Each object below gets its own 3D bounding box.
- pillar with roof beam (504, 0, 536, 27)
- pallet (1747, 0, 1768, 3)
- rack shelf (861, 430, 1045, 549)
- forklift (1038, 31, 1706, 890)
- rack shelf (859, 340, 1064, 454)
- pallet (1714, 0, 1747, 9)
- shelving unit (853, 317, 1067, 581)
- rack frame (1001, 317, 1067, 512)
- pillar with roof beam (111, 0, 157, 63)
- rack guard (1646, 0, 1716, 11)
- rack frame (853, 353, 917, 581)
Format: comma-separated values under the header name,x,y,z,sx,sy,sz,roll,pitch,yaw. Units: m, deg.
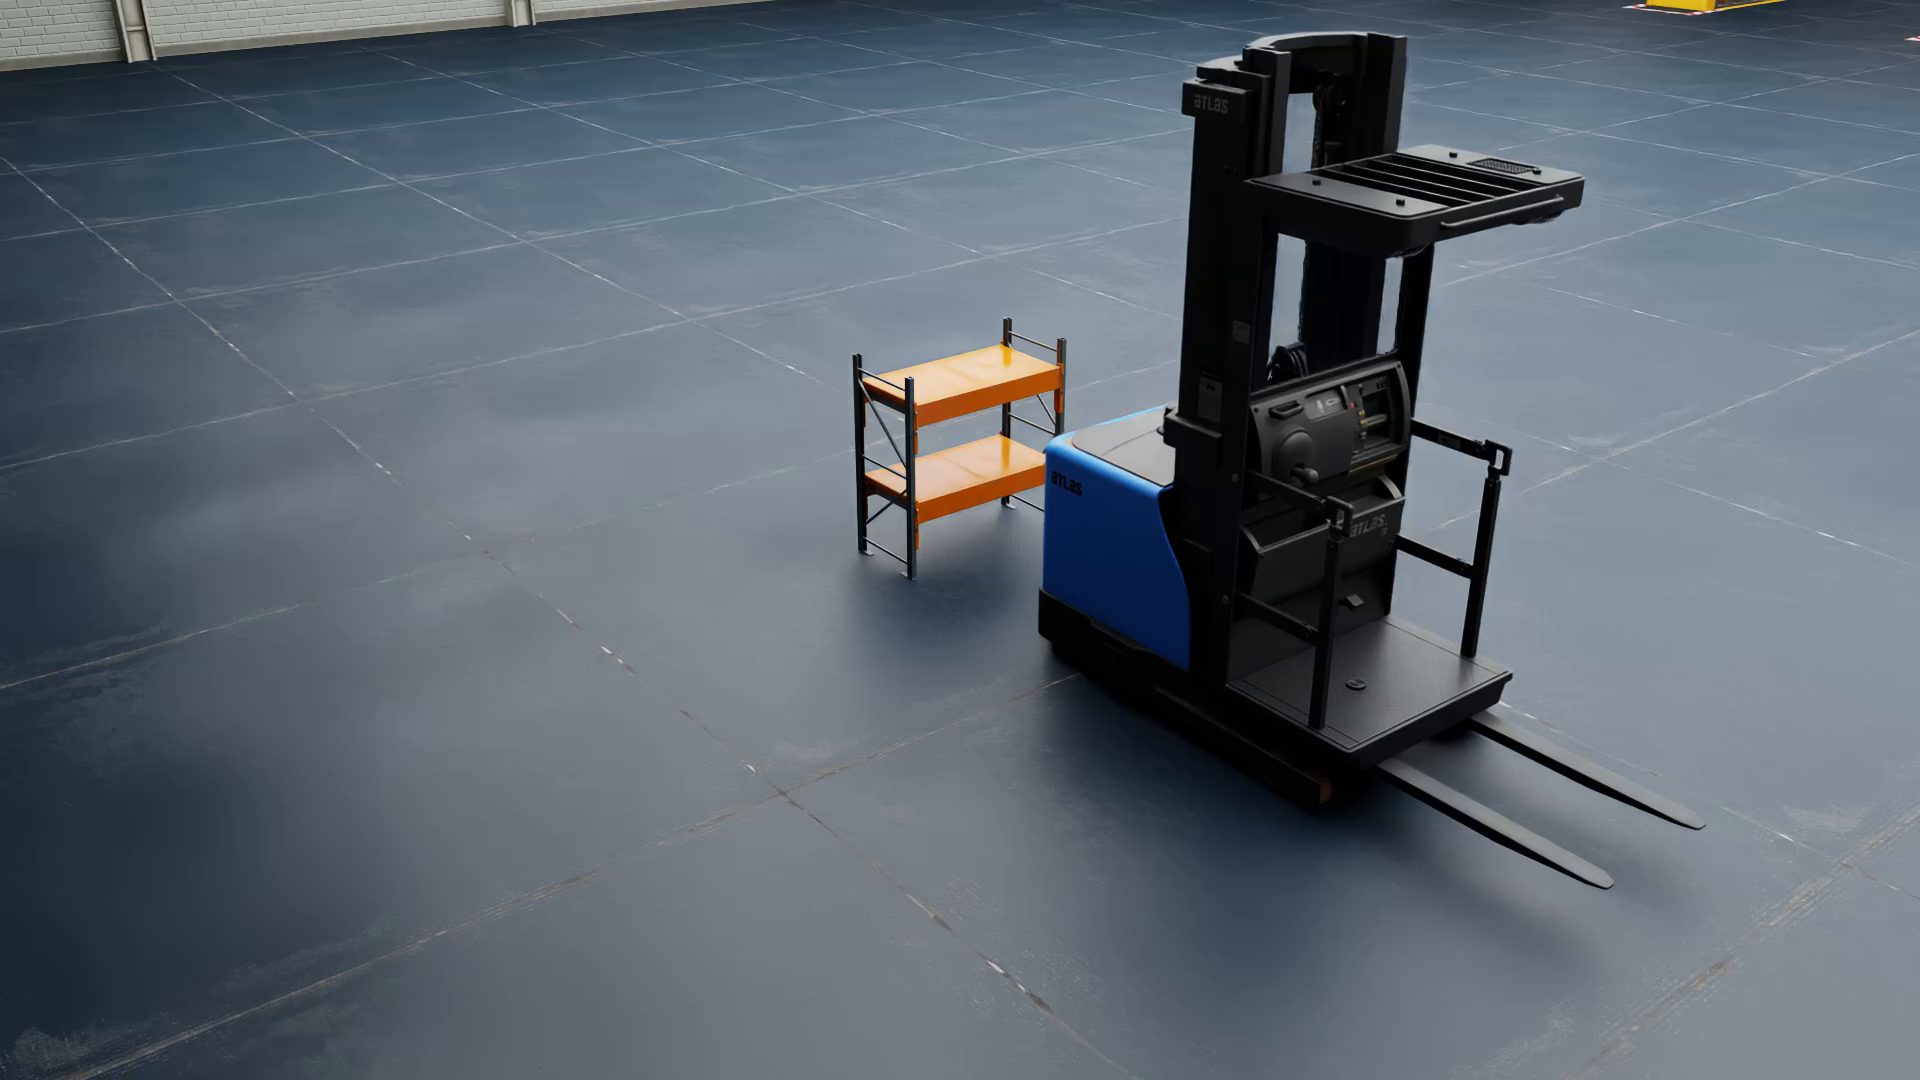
name,x,y,z,sx,sy,sz,roll,pitch,yaw
pillar with roof beam,-4.691,-11.281,22.868,0.400,9.000,9.100,-18,31,-34
pallet,14.546,-10.206,30.991,1.213,0.211,1.003,-18,31,-34
rack shelf,0.005,-0.290,9.120,1.000,0.278,0.538,-18,31,-34
forklift,1.677,-0.458,6.755,1.130,2.935,3.031,-18,30,-34
rack shelf,0.005,-0.777,8.894,1.000,0.278,0.538,-18,31,-34
pallet,13.587,-9.891,30.312,1.213,0.211,1.003,-18,31,-34
shelving unit,0.005,-0.512,9.017,1.048,1.125,0.538,-18,31,-34
rack frame,0.405,-0.644,9.302,0.032,1.125,0.500,-18,31,-34
pillar with roof beam,-9.412,-9.723,19.510,0.400,9.000,9.100,-18,31,-34
rack guard,12.944,-9.813,29.800,0.348,0.500,1.175,-18,31,-34
rack frame,-0.395,-0.380,8.732,0.032,1.125,0.500,-18,31,-34
